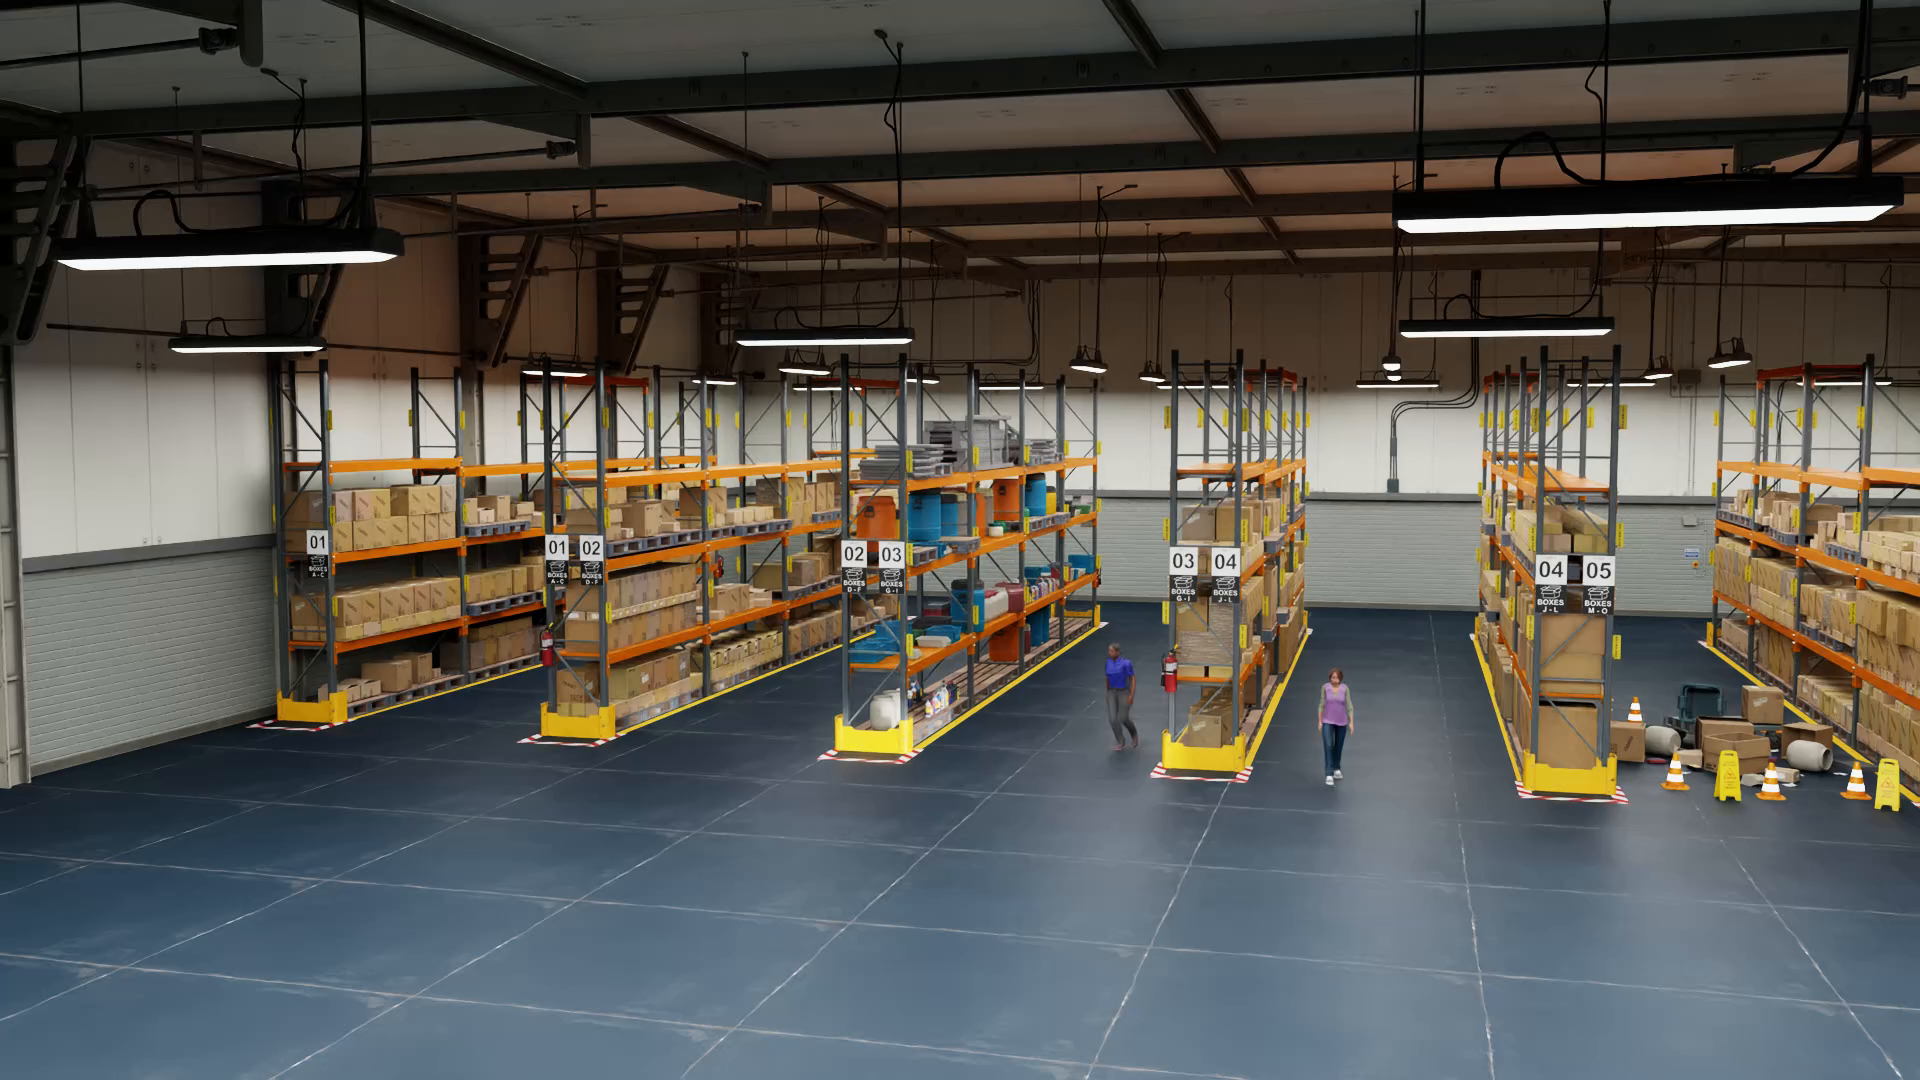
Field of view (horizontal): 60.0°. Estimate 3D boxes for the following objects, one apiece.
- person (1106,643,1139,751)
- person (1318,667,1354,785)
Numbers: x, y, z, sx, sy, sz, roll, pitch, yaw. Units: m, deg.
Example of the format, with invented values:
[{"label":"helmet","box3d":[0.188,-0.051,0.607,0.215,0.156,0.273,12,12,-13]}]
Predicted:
[{"label":"person","box3d":[2.468,2.368,25.371,0.522,1.640,0.486,3,5,35]},{"label":"person","box3d":[5.199,2.550,22.990,0.465,1.579,0.712,1,4,7]}]
